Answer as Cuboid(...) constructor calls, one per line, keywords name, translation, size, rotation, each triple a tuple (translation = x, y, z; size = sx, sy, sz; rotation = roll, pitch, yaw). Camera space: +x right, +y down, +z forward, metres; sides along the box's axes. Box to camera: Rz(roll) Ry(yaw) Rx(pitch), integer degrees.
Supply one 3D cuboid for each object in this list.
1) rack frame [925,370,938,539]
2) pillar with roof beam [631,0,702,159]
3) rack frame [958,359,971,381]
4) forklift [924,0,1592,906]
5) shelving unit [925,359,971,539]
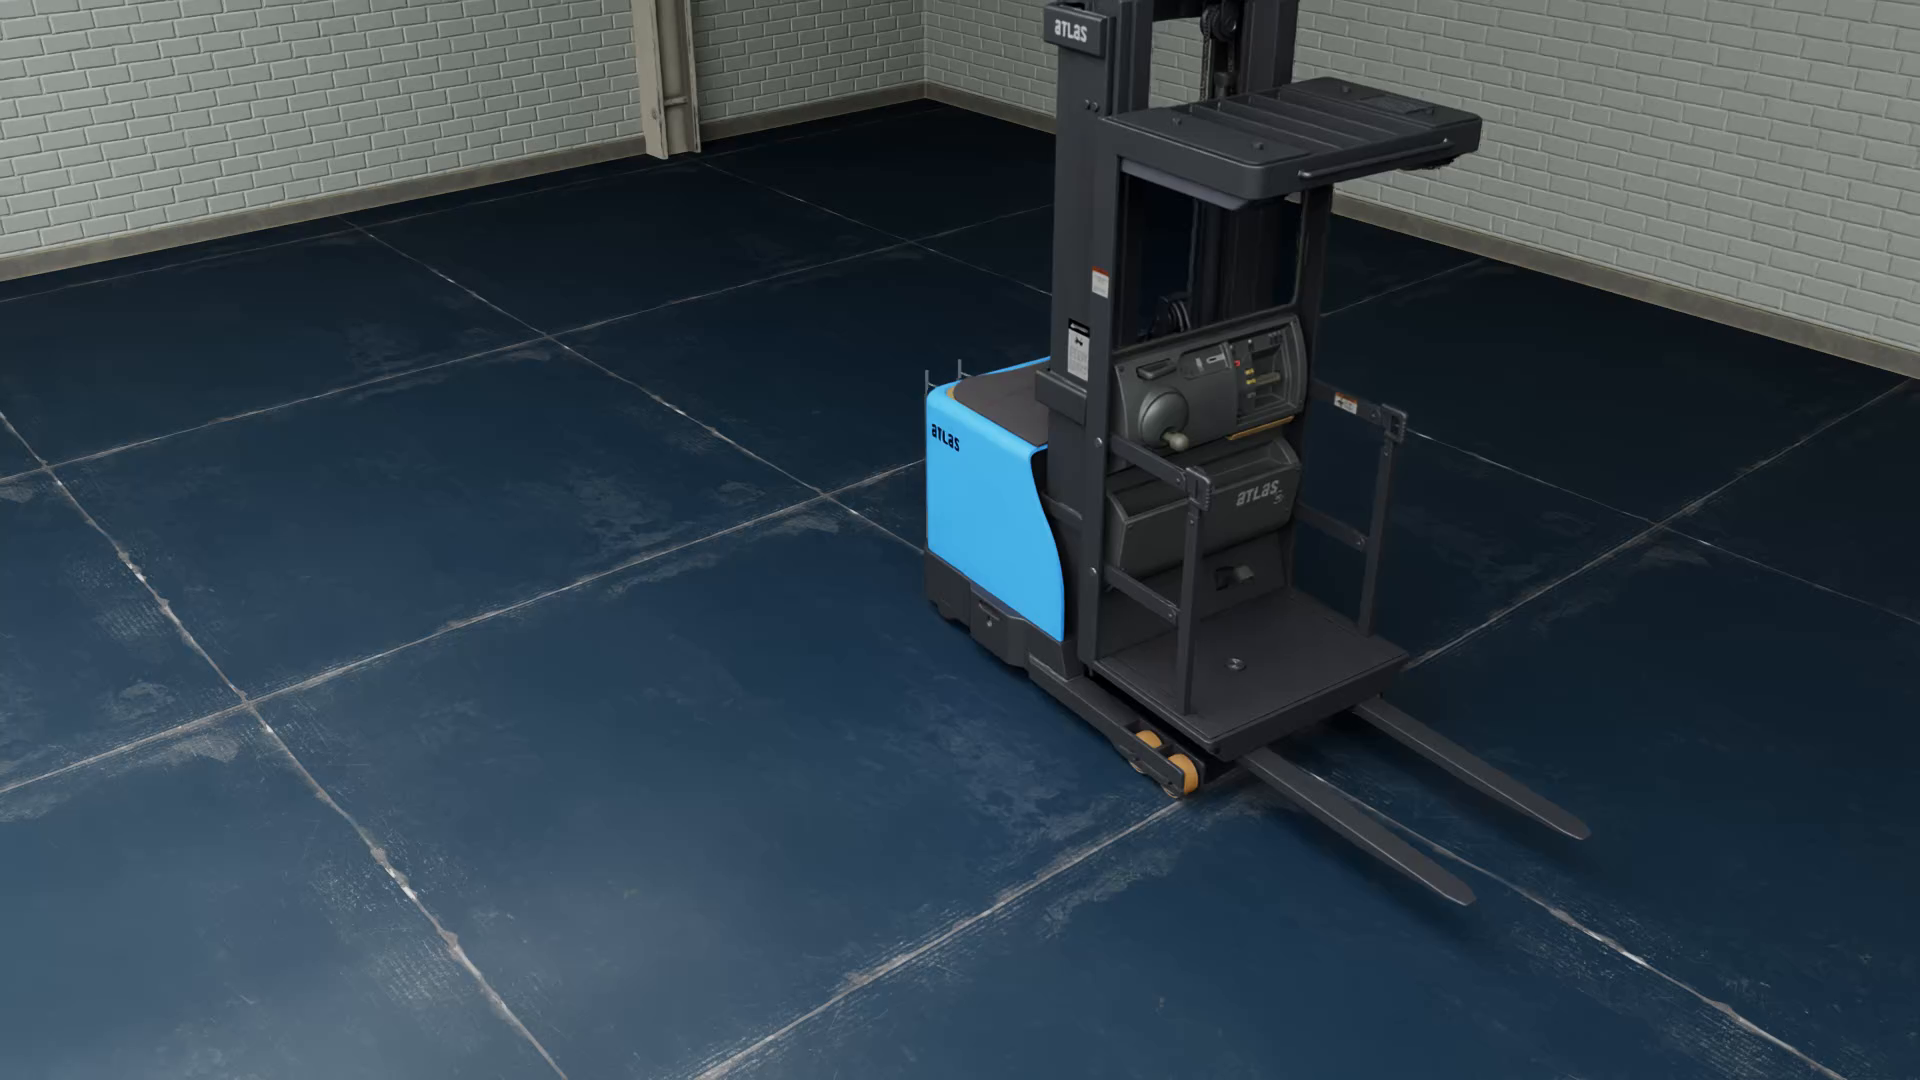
Cuboid(name="rack frame", translation=(-0.084, -0.363, 7.975), size=(0.006, 0.900, 0.240), rotation=(-22, 35, -35))
Cuboid(name="pillar with roof beam", translation=(0.270, -5.841, 9.633), size=(0.400, 9.000, 9.100), rotation=(-22, 35, -35))
Cuboid(name="rack frame", translation=(0.071, -0.426, 8.091), size=(0.006, 0.900, 0.240), rotation=(-22, 35, -35))
Cuboid(name="forklift", translation=(1.089, -0.560, 6.189), size=(1.130, 2.935, 3.031), rotation=(-18, 33, -30))
Cuboid(name="shelving unit", translation=(-0.006, -0.394, 8.033), size=(0.210, 0.900, 0.258), rotation=(-22, 35, -35))
